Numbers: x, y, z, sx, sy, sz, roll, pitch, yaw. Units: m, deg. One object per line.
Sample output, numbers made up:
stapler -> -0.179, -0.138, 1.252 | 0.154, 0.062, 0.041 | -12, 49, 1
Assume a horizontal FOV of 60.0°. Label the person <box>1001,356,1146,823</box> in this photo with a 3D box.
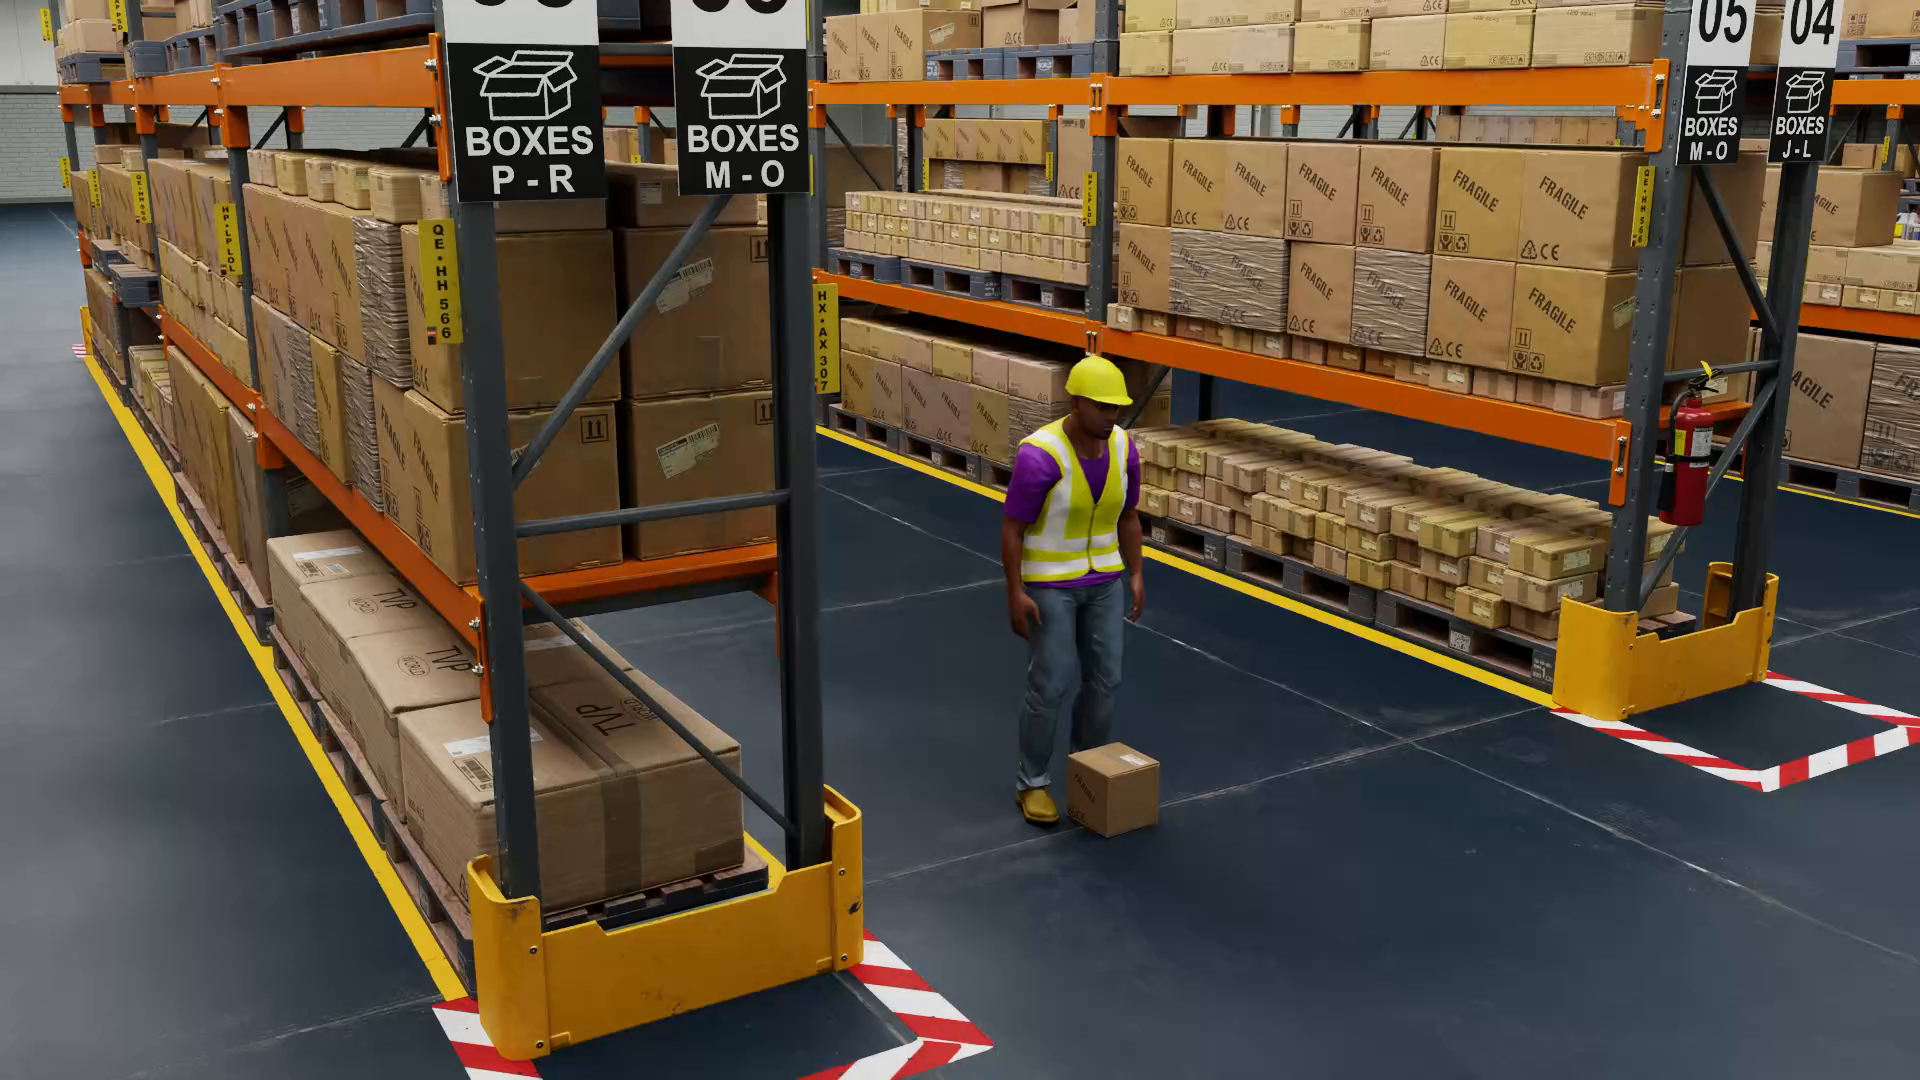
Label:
person -> 0.447, 0.173, 6.322 | 0.626, 1.760, 0.461 | -9, 17, -30
